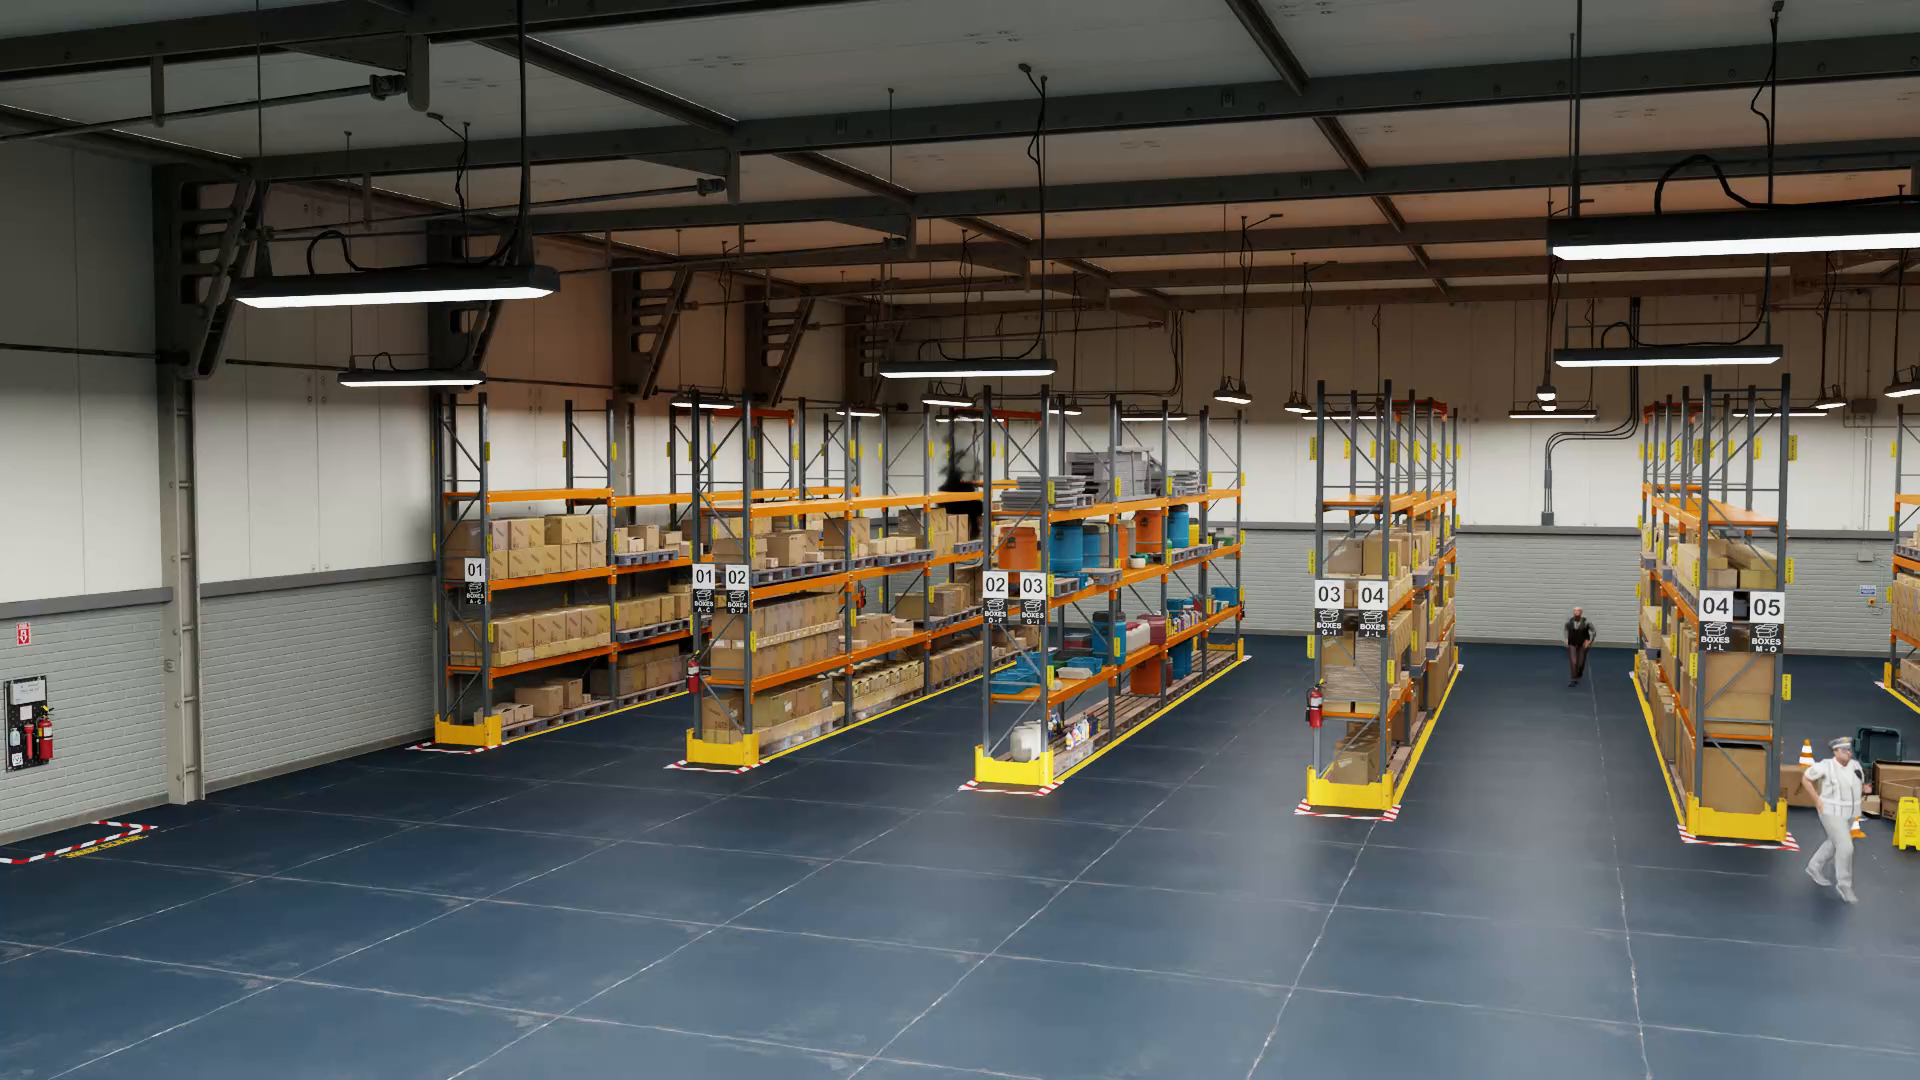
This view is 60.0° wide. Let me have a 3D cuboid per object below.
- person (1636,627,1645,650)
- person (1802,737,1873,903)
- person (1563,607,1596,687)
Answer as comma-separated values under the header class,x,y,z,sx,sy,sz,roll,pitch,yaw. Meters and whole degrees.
class,x,y,z,sx,sy,sz,roll,pitch,yaw
person,15.754,2.162,38.098,0.572,1.624,0.711,3,4,43
person,9.941,3.127,18.829,0.630,1.848,0.814,-1,3,-20
person,13.259,2.273,35.596,0.678,1.711,0.658,2,4,30
